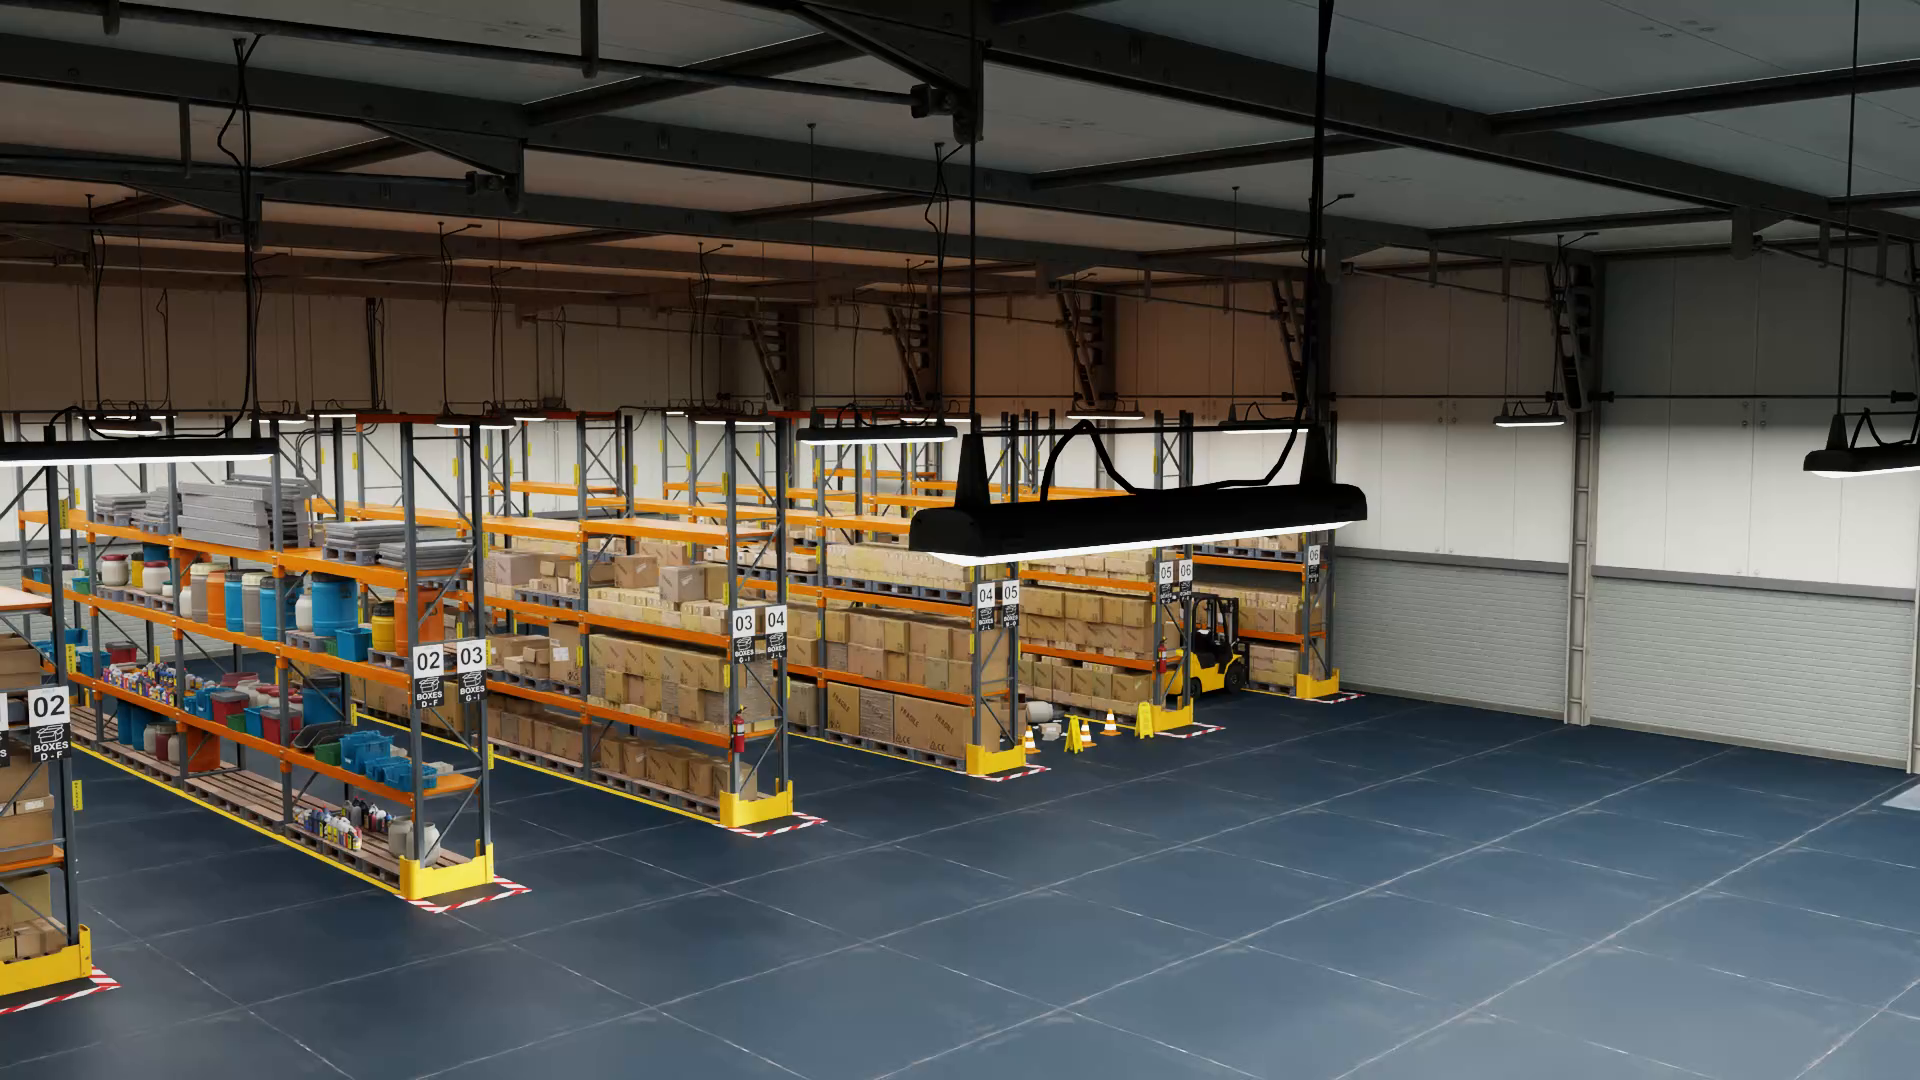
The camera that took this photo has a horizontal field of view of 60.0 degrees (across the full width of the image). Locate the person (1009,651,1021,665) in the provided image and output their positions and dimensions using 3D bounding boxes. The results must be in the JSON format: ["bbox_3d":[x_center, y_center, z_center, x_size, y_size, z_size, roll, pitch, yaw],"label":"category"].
[{"bbox_3d":[1.290,2.095,38.743,0.504,1.774,0.618,-3,6,-29],"label":"person"}]
